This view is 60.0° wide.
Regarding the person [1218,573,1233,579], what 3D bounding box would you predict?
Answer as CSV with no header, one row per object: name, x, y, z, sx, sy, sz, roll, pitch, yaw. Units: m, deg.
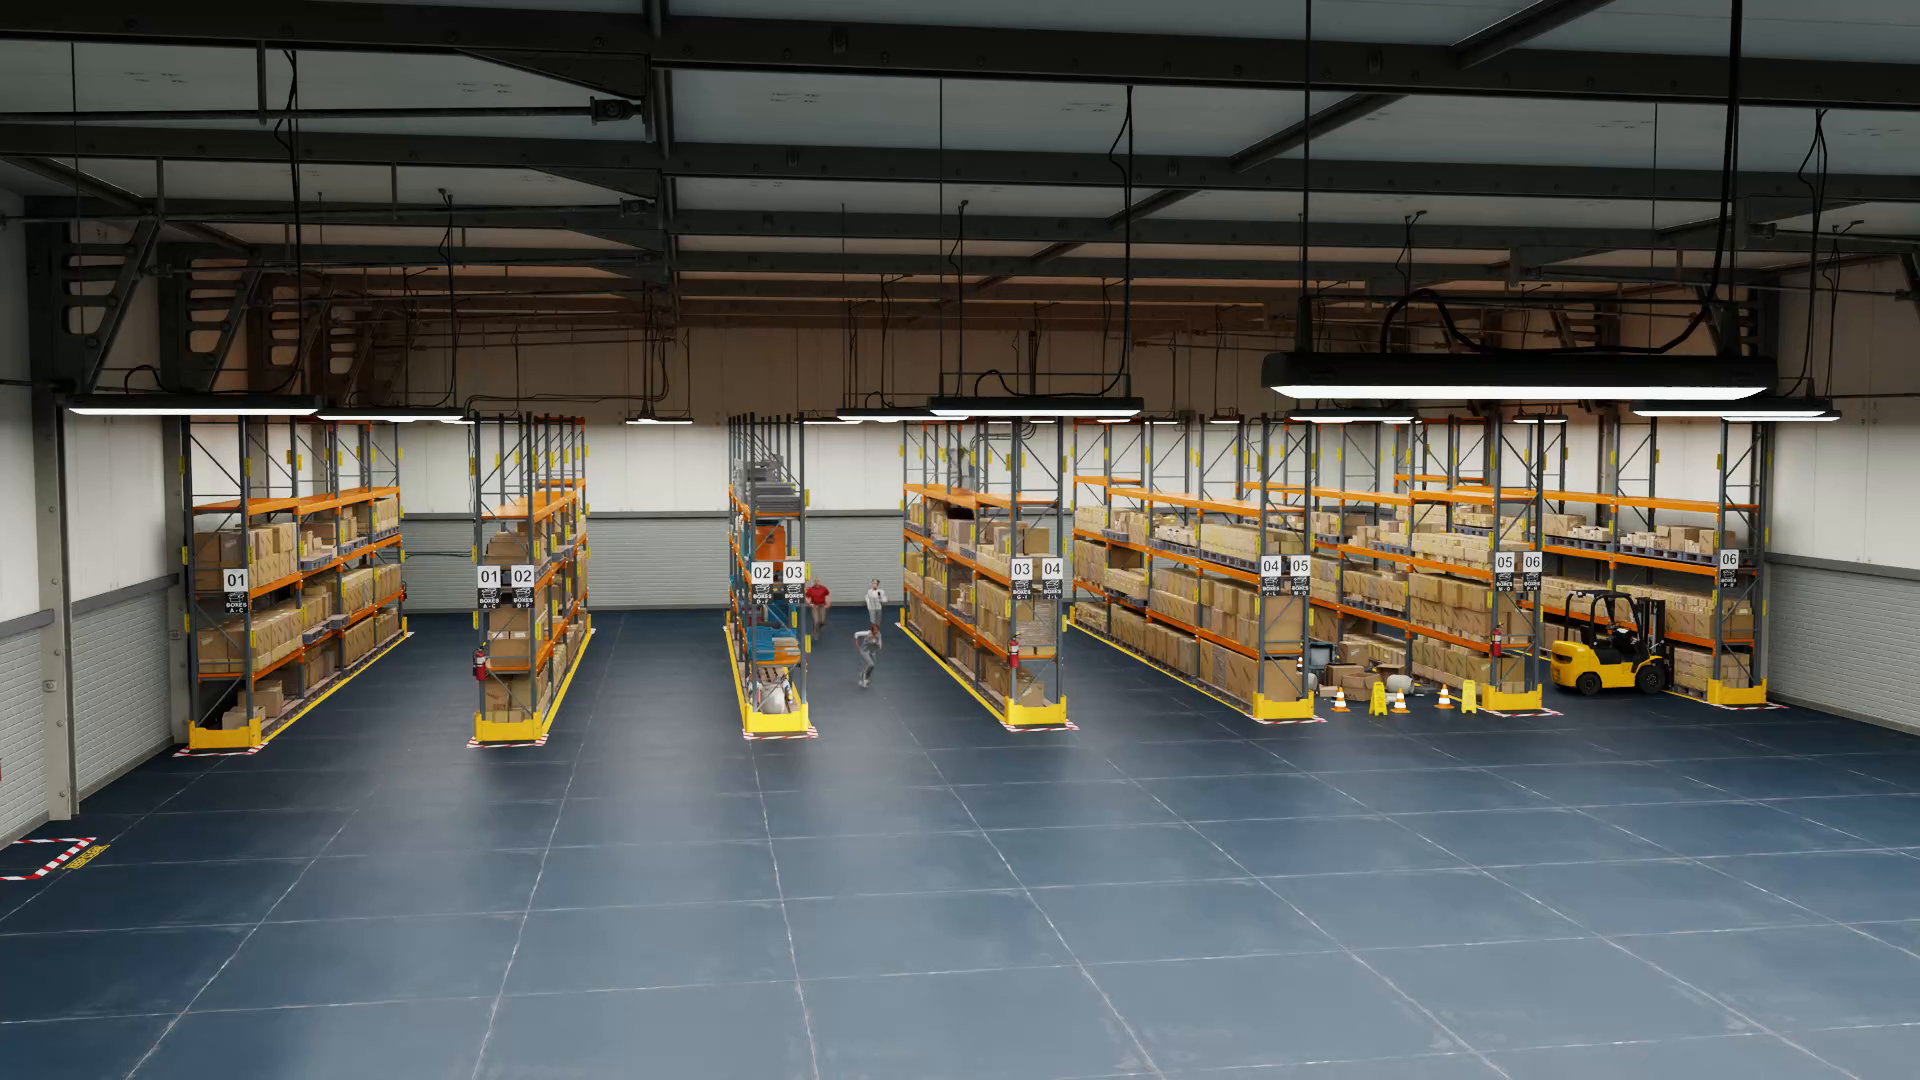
person,8.287,1.383,51.870,0.619,1.626,0.574,-2,4,-30

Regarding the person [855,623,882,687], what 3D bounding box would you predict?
person,-2.019,2.522,36.397,0.568,1.424,0.868,-2,5,-32

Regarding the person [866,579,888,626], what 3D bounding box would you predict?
person,-2.211,1.899,44.070,0.582,1.754,0.743,0,4,-4

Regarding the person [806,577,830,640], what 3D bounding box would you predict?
person,-3.822,1.845,44.742,0.693,1.692,0.667,-1,4,-10
